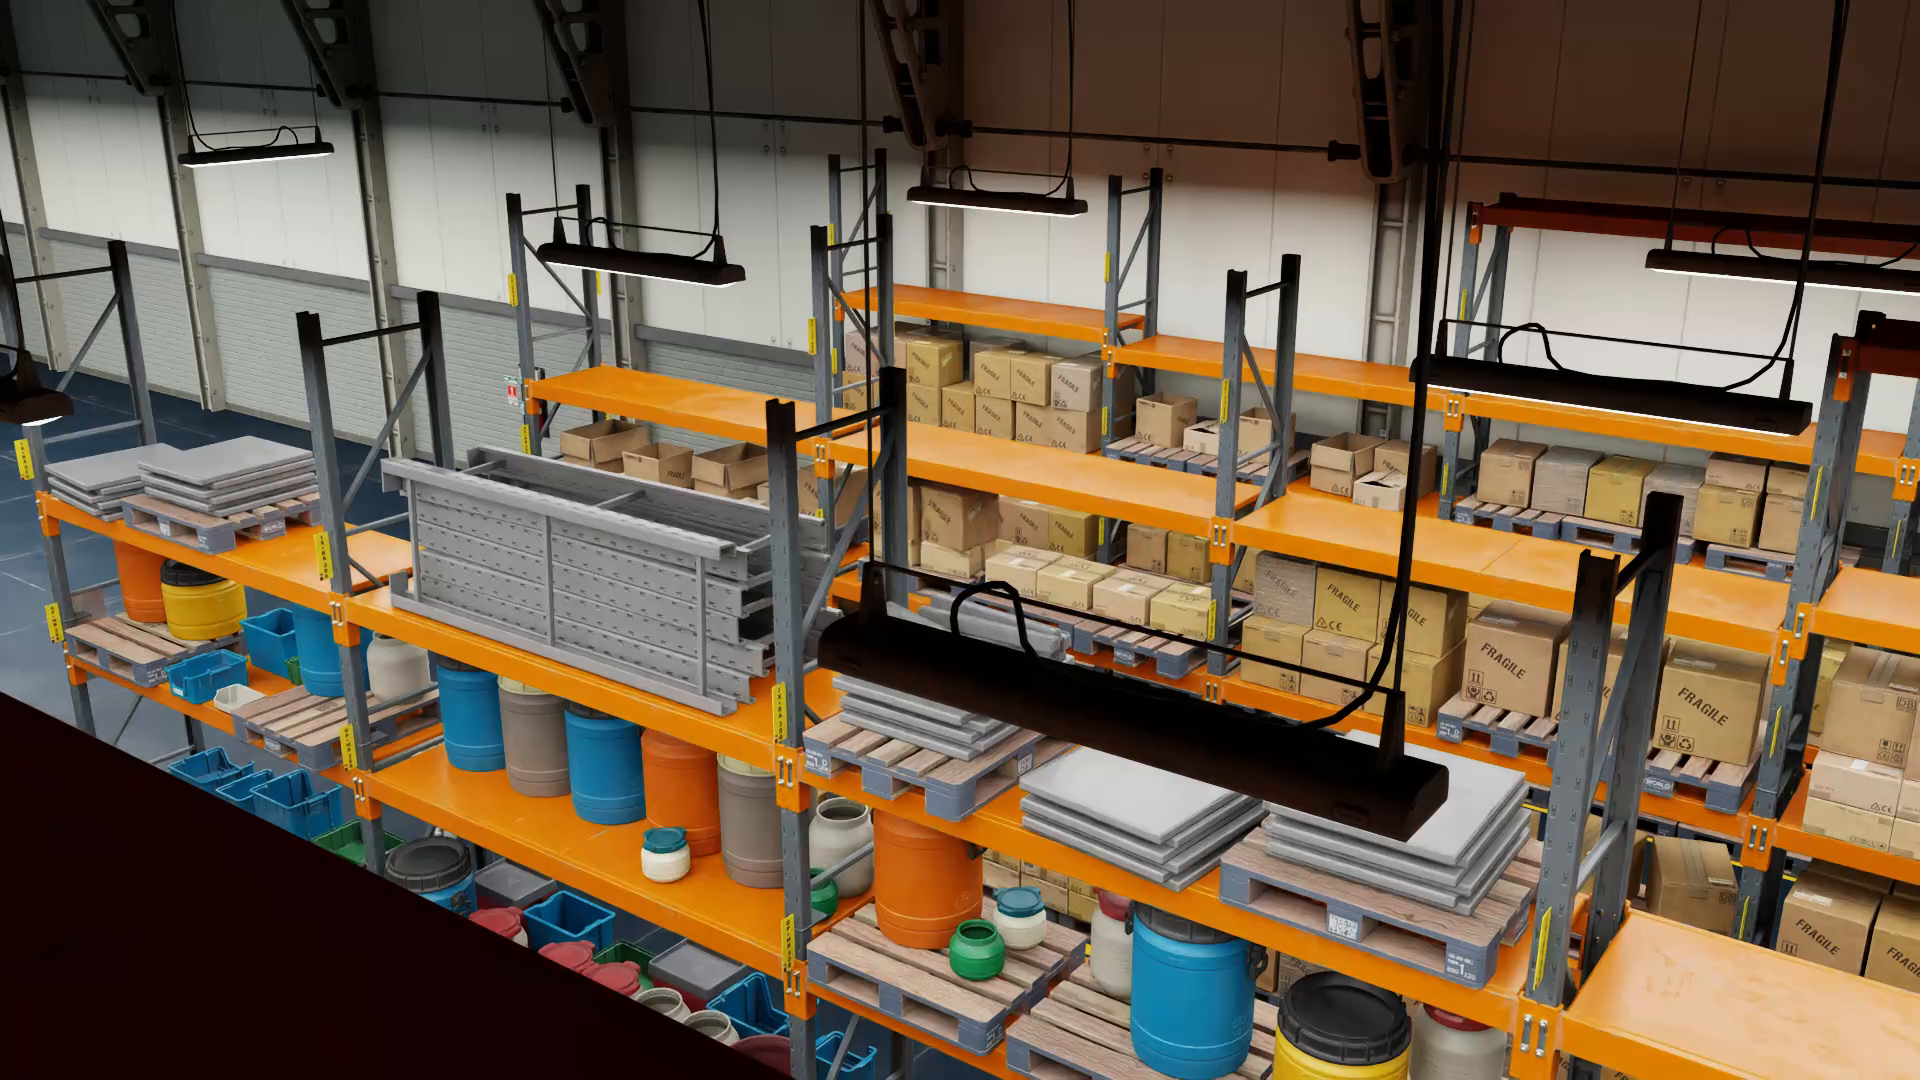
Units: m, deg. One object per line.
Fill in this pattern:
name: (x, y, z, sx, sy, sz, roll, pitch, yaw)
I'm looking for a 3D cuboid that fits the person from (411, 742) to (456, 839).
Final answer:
person: (-4.946, 2.192, 15.922, 0.511, 1.629, 0.870, -2, 19, -5)
